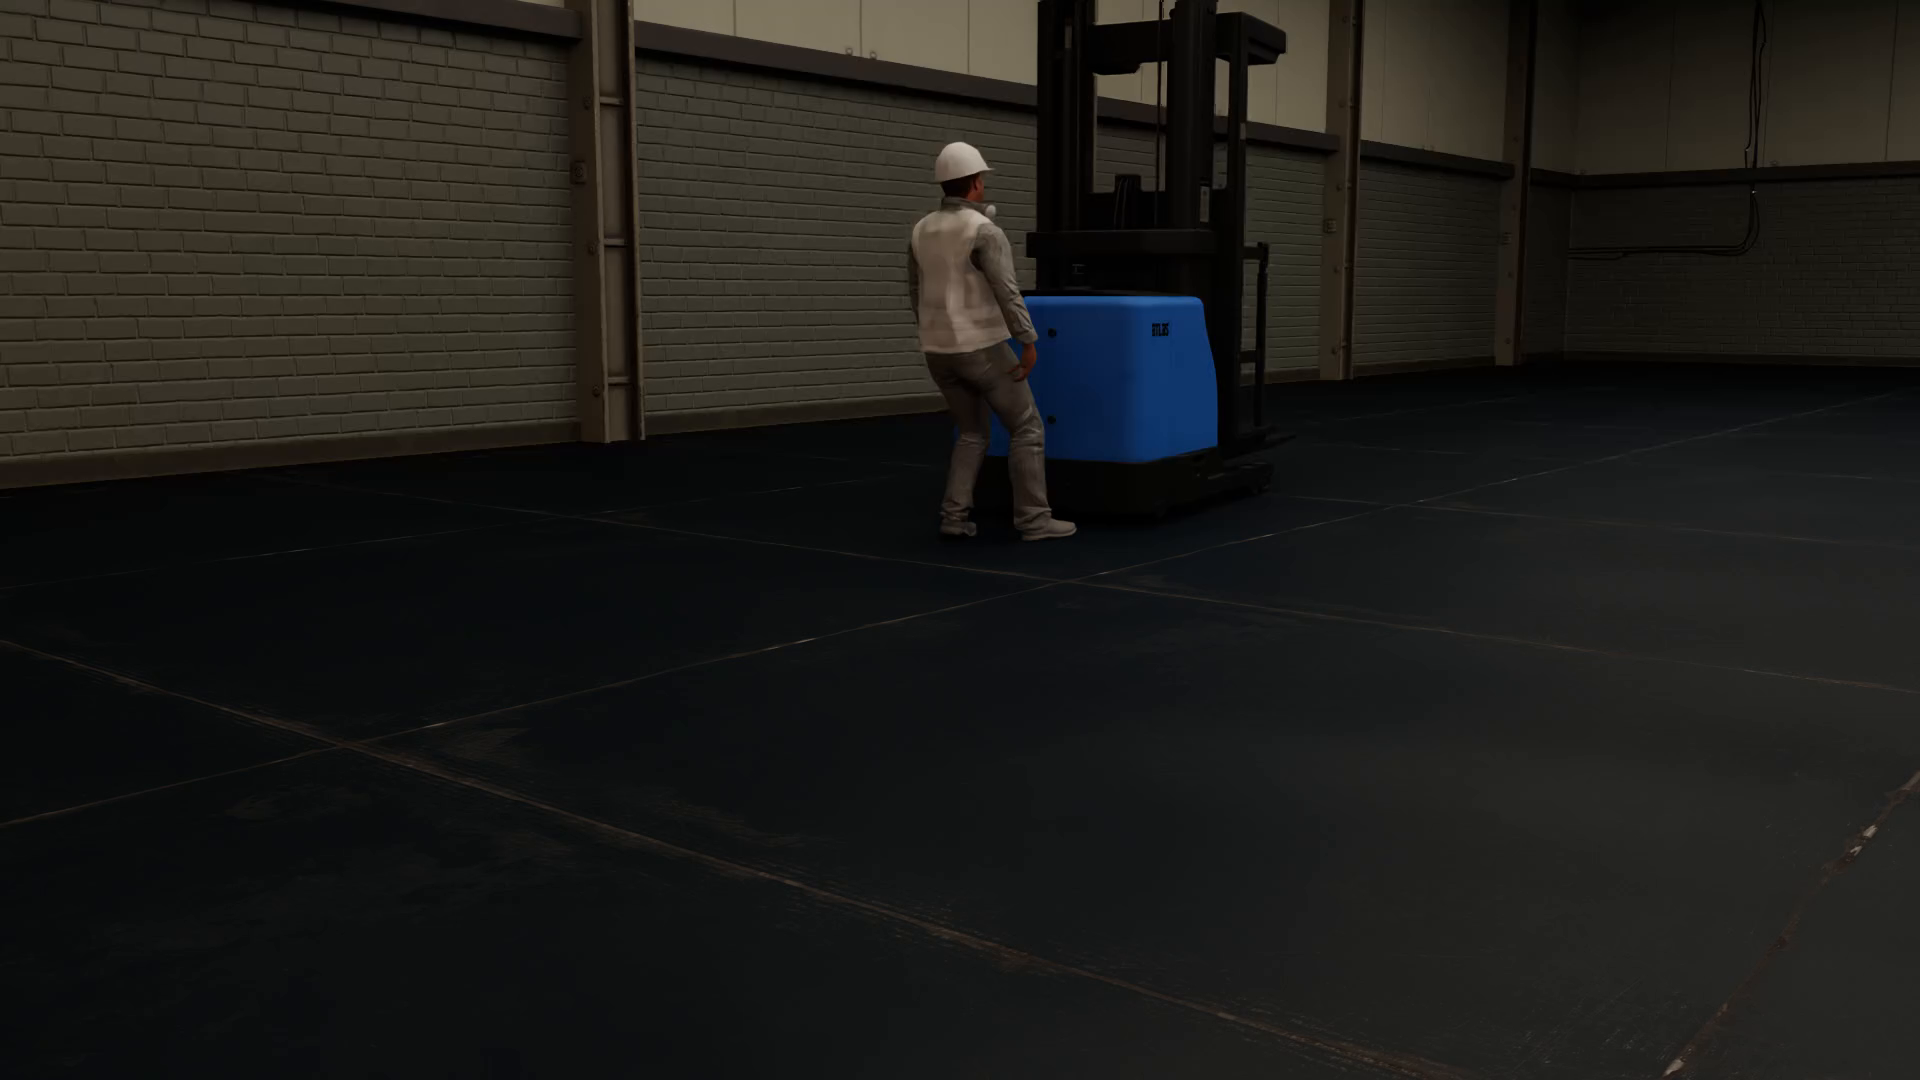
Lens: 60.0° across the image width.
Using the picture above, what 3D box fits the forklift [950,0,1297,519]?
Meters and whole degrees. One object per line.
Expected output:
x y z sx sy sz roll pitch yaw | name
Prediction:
1.093 -1.722 9.050 1.130 2.935 3.031 4 9 28 | forklift

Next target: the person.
0.125 -0.871 7.426 0.608 1.752 0.673 -7 11 -41 | person
